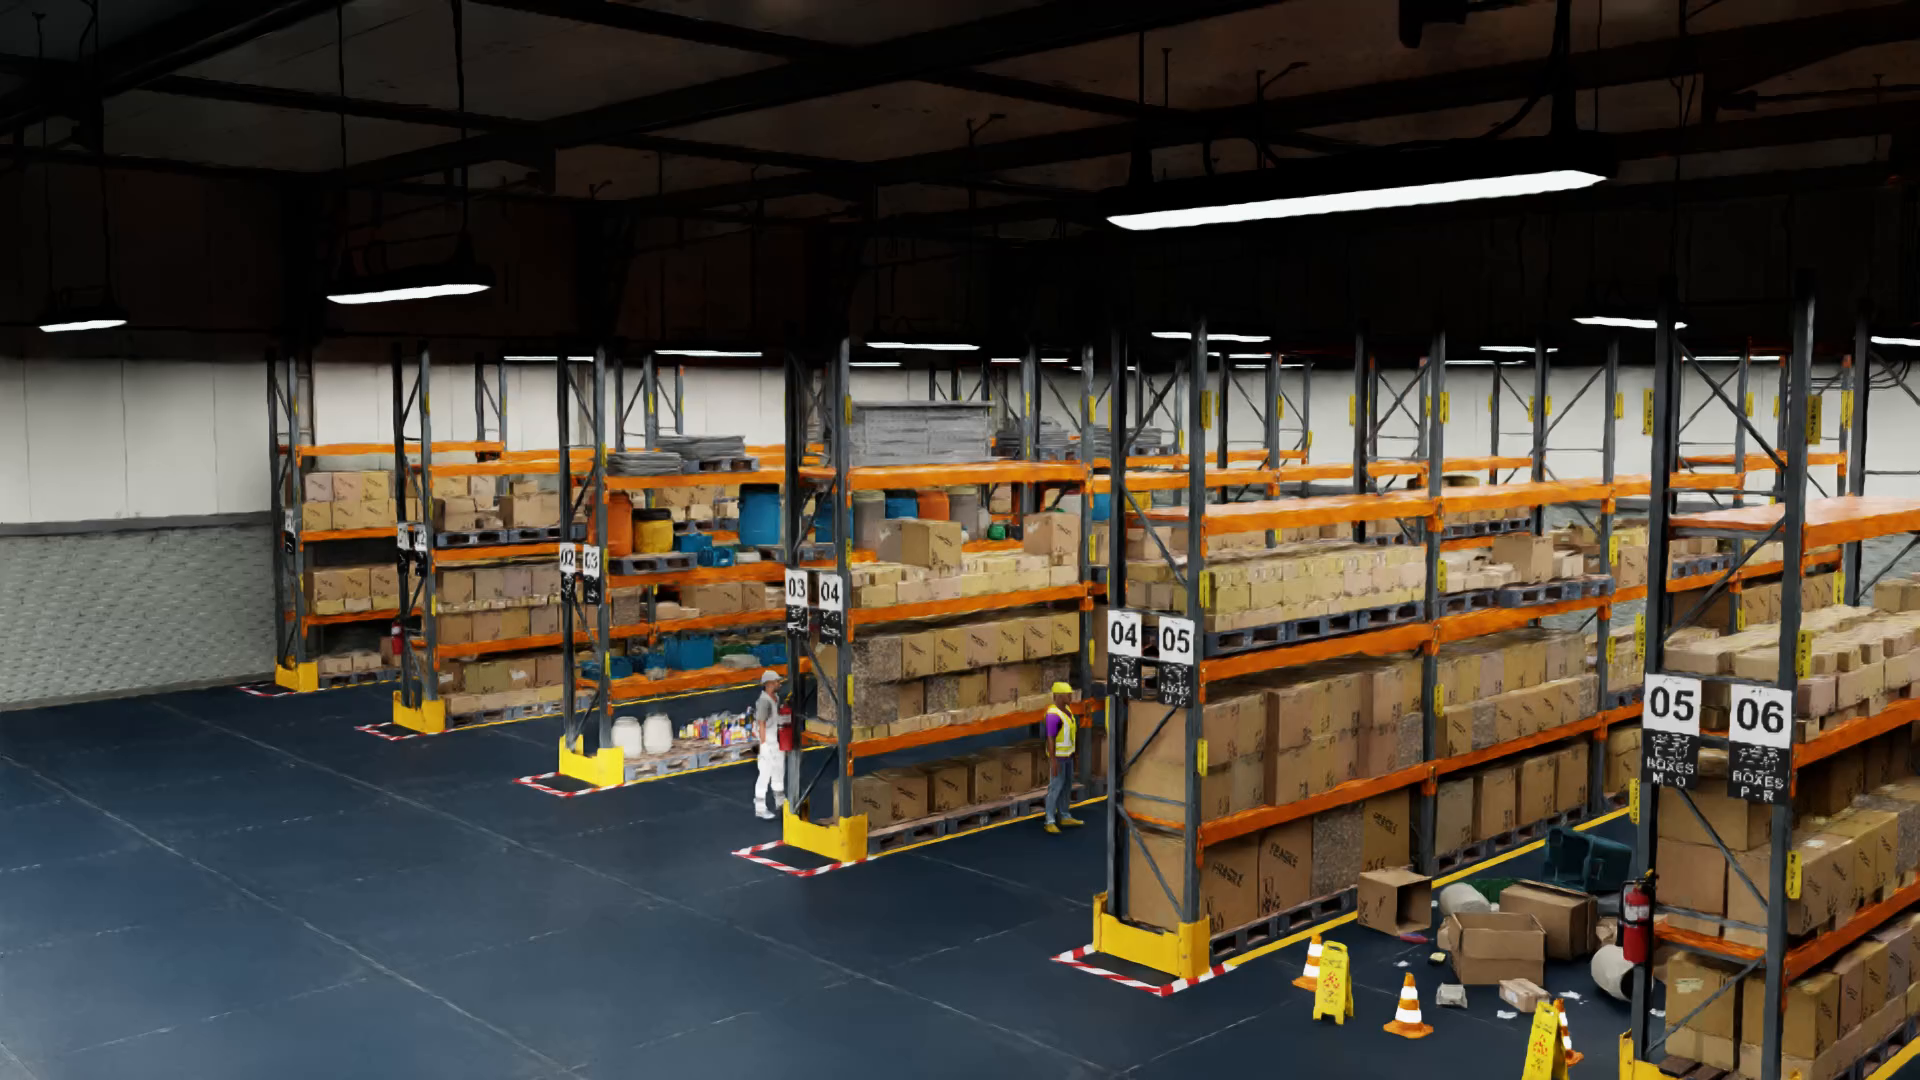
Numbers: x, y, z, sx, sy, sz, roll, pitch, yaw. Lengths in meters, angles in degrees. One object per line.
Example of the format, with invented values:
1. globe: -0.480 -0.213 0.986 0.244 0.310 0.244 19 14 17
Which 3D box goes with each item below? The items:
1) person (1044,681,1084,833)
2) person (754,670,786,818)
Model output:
1. person: 1.226 2.555 19.743 0.404 1.769 0.664 2 5 24
2. person: -2.273 2.486 20.450 0.451 1.789 0.605 1 5 16
